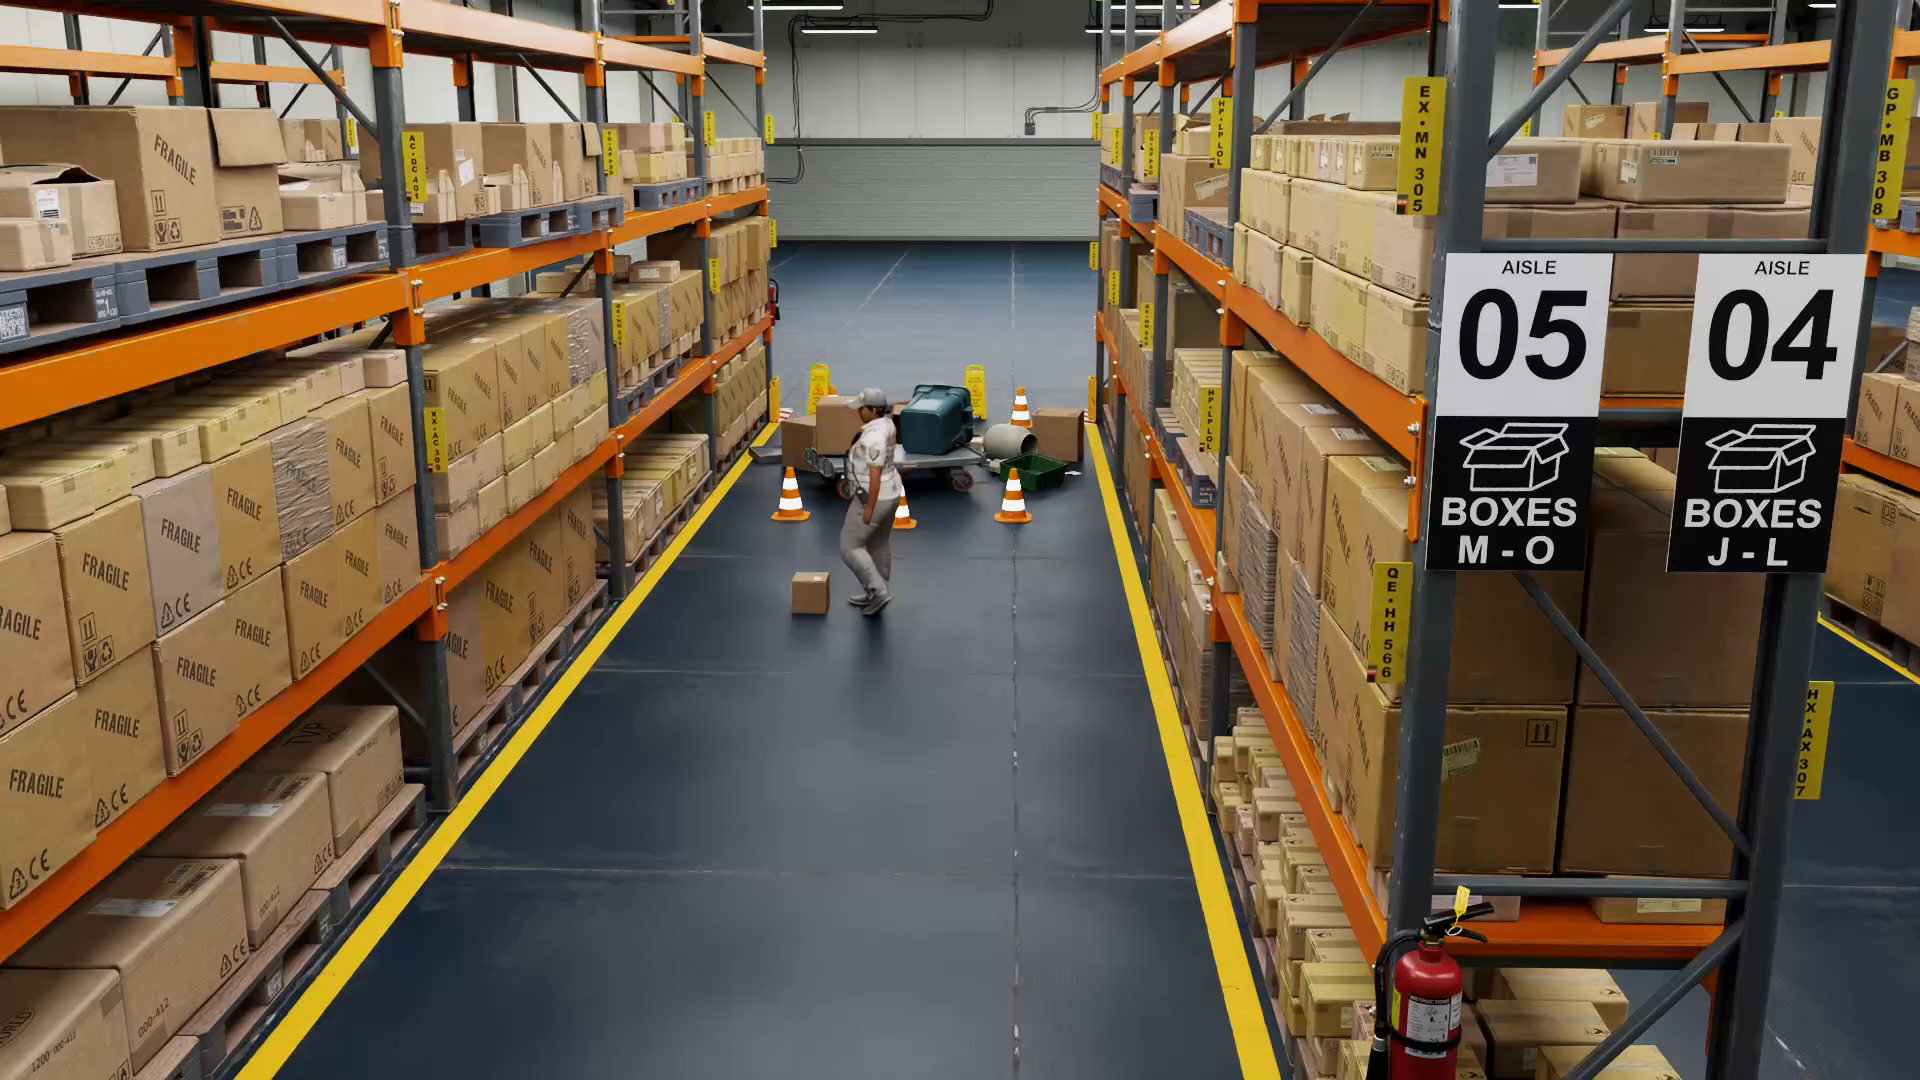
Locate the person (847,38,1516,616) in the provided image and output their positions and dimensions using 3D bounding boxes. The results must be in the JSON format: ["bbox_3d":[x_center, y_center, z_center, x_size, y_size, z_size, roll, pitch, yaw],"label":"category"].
[{"bbox_3d":[7.856,-7.218,30.932,7.763,5.999,43.191,3,14,13],"label":"person"}]
